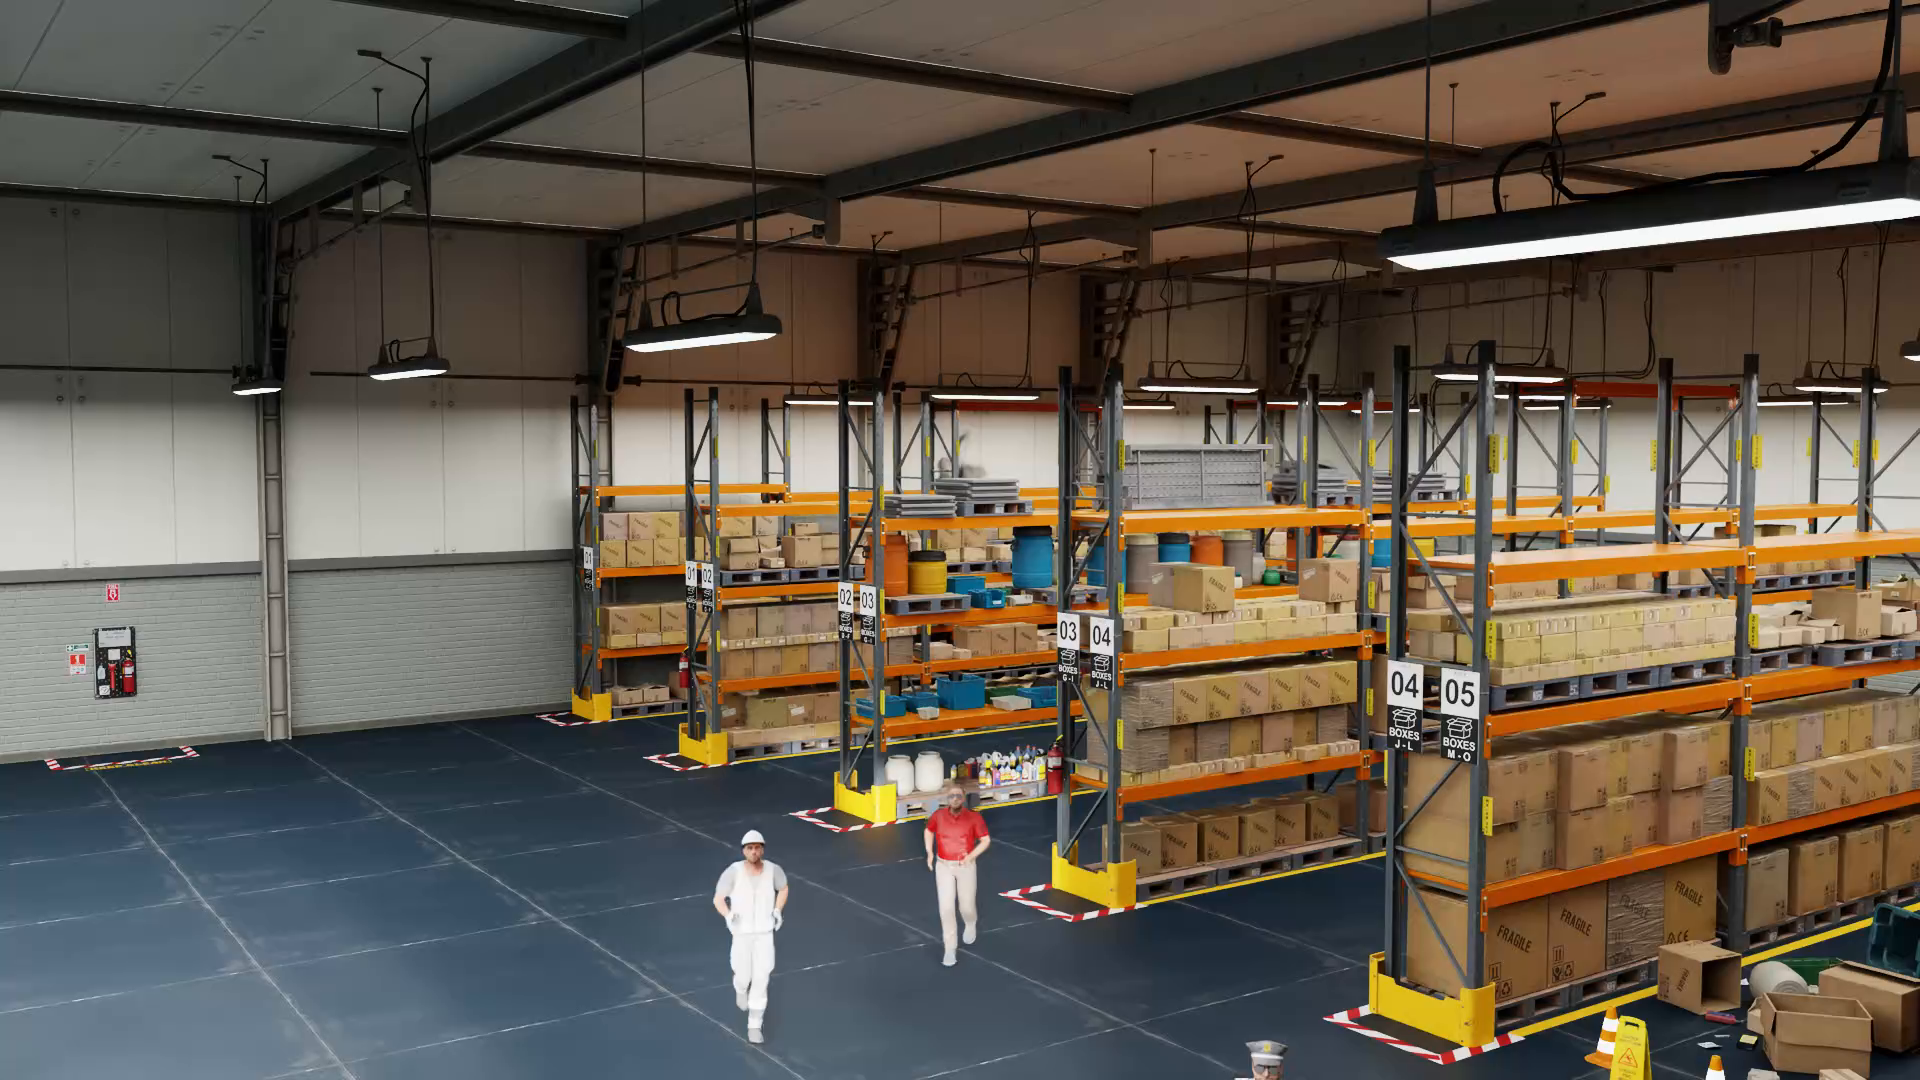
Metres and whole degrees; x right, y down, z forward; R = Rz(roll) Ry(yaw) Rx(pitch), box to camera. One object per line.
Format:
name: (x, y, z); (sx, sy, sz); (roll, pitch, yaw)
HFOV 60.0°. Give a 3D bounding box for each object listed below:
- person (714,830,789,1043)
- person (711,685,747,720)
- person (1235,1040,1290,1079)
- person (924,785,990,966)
person: (-1.801, 3.399, 14.469); (0.667, 1.763, 0.860); (-1, 4, -13)
person: (-4.060, 2.611, 29.049); (0.681, 1.608, 0.581); (-3, 4, -38)
person: (1.718, 3.701, 9.393); (0.647, 1.823, 0.889); (1, 3, 9)
person: (-0.039, 3.307, 16.670); (0.683, 1.725, 0.783); (0, 3, 7)
